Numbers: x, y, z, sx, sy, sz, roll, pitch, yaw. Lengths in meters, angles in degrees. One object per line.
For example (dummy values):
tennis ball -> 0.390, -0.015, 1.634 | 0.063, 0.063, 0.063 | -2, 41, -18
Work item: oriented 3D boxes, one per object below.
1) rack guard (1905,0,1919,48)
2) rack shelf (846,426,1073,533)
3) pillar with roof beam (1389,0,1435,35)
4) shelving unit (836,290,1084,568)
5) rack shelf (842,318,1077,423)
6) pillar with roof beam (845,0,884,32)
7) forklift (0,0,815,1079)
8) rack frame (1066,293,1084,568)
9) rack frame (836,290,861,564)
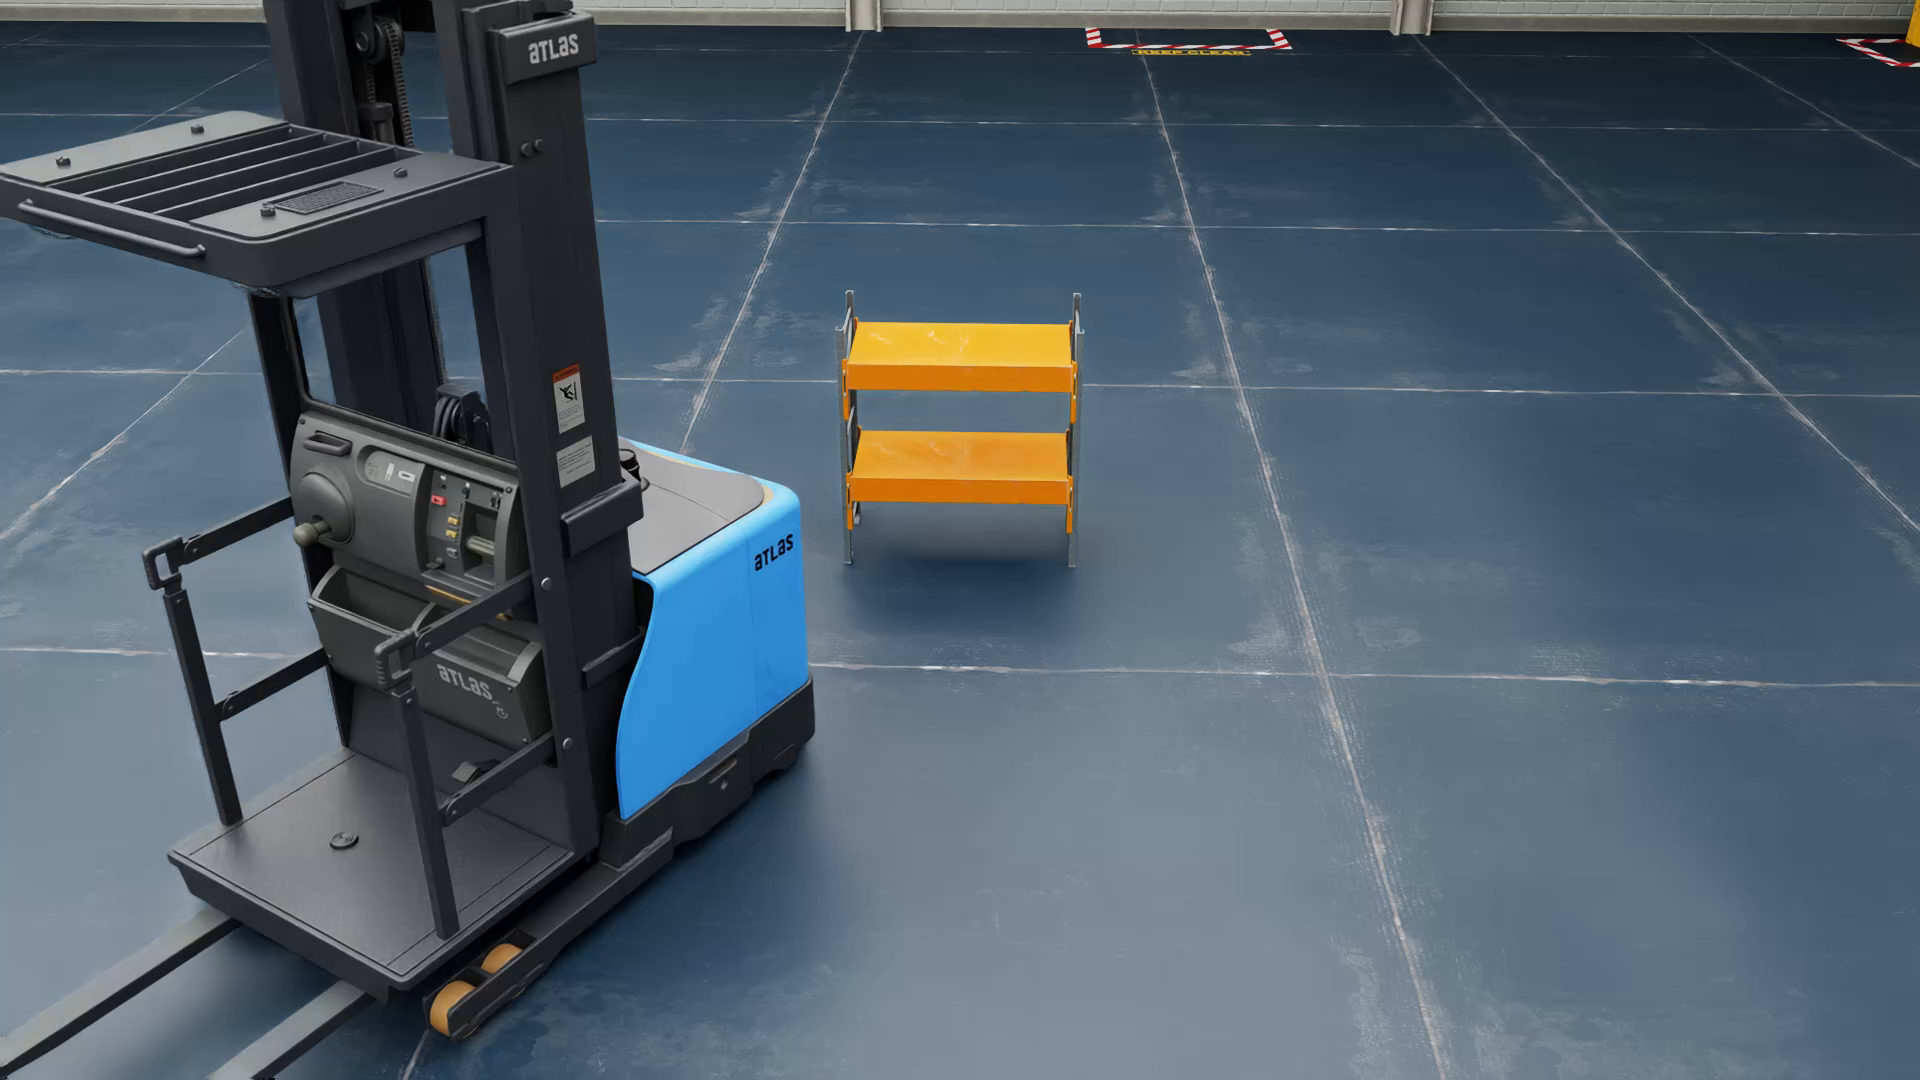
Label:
rack guard -> 10.282, -5.305, 17.223 | 0.348, 0.500, 1.175 | 1, 28, 2
rack shelf -> 0.007, -0.281, 7.601 | 1.000, 0.278, 0.538 | 1, 28, 2
pillar with roof beam -> 4.788, -7.539, 12.363 | 0.400, 9.000, 9.100 | 1, 28, 2
shelving unit -> 0.007, -0.497, 7.486 | 1.048, 1.125, 0.538 | 1, 28, 2
rack shelf -> 0.007, -0.755, 7.349 | 1.000, 0.278, 0.538 | 1, 28, 2
pillar with roof beam -> -1.209, -7.638, 12.550 | 0.400, 9.000, 9.100 | 1, 28, 2
forklift -> -1.759, -0.063, 4.740 | 1.130, 2.935, 3.031 | 17, 32, 28
rack frame -> 0.515, -0.488, 7.470 | 0.032, 1.125, 0.500 | 1, 28, 2
rack frame -> -0.501, -0.505, 7.502 | 0.032, 1.125, 0.500 | 1, 28, 2
